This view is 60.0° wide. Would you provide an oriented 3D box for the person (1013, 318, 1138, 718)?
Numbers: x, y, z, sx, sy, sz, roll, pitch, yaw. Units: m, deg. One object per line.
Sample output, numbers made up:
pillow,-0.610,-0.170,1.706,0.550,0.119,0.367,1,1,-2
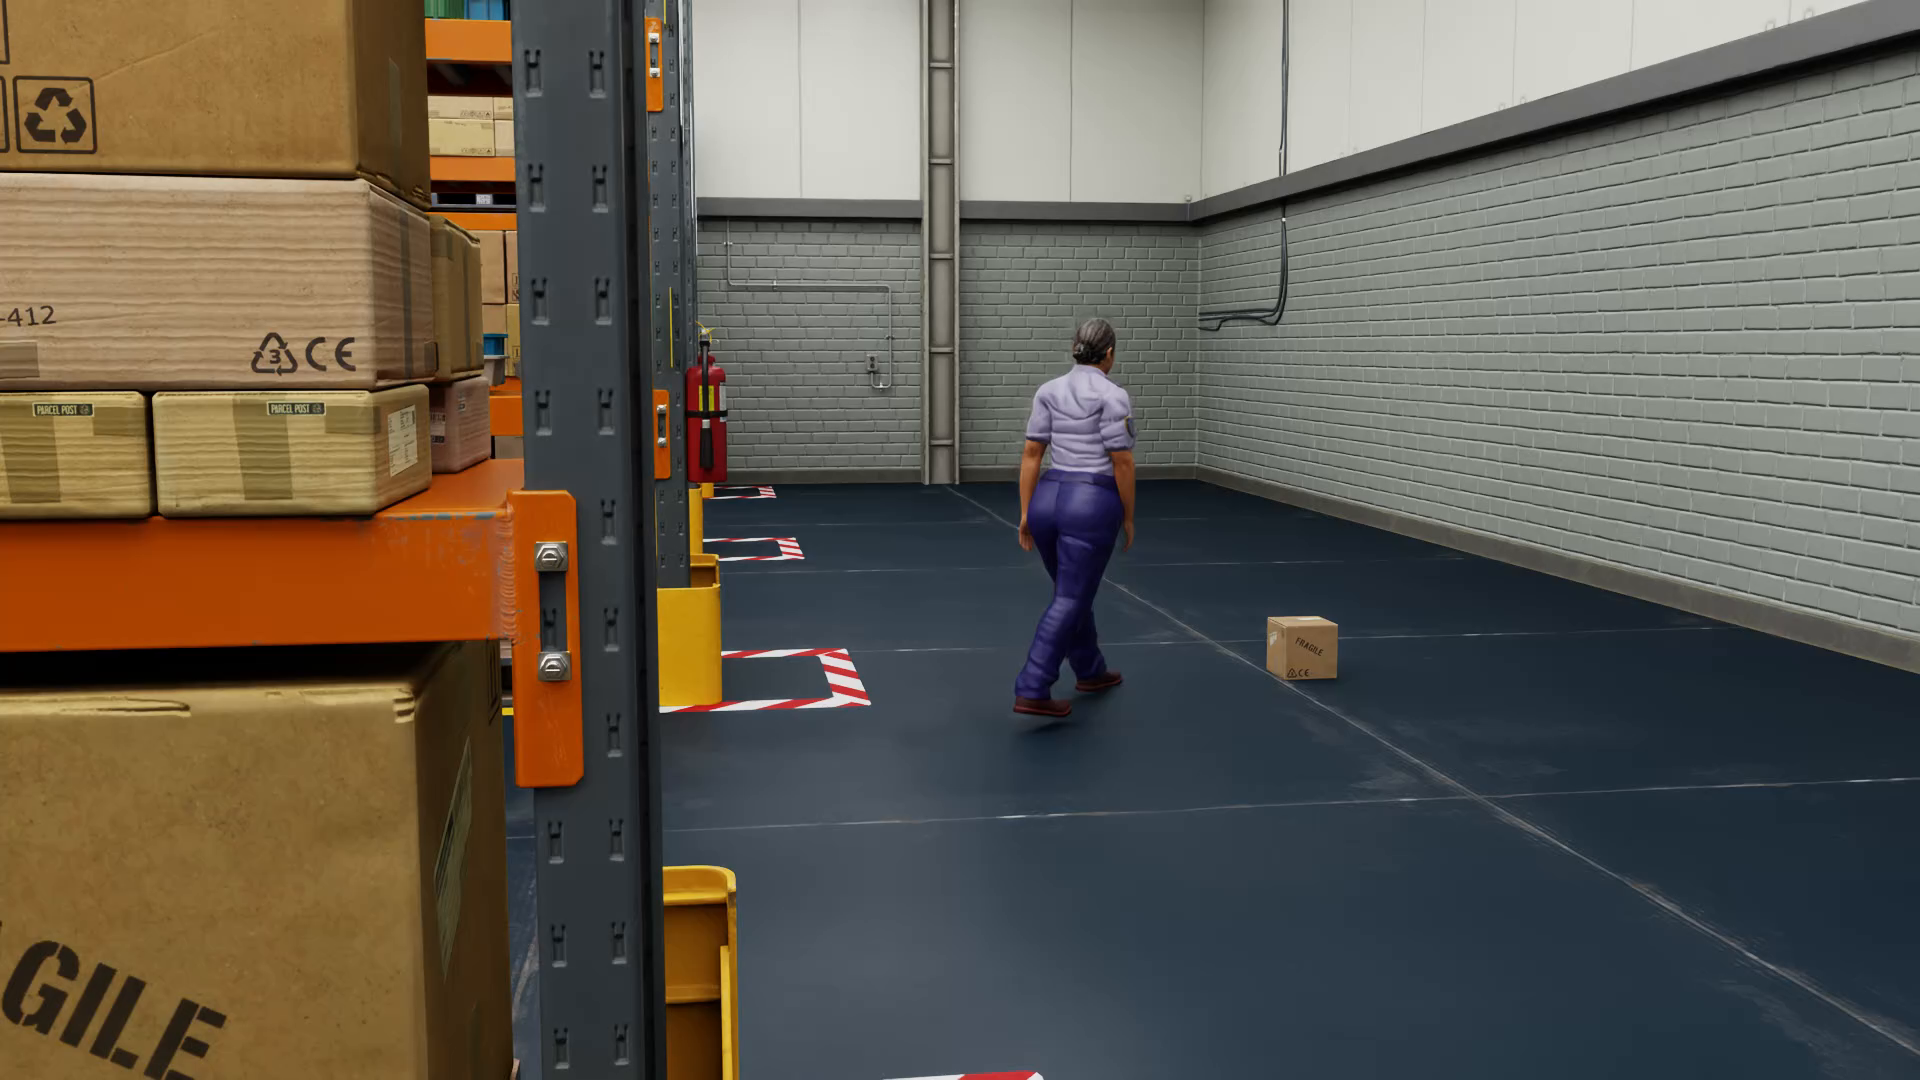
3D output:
person,0.501,-0.108,6.818,0.502,1.587,0.962,7,9,44
